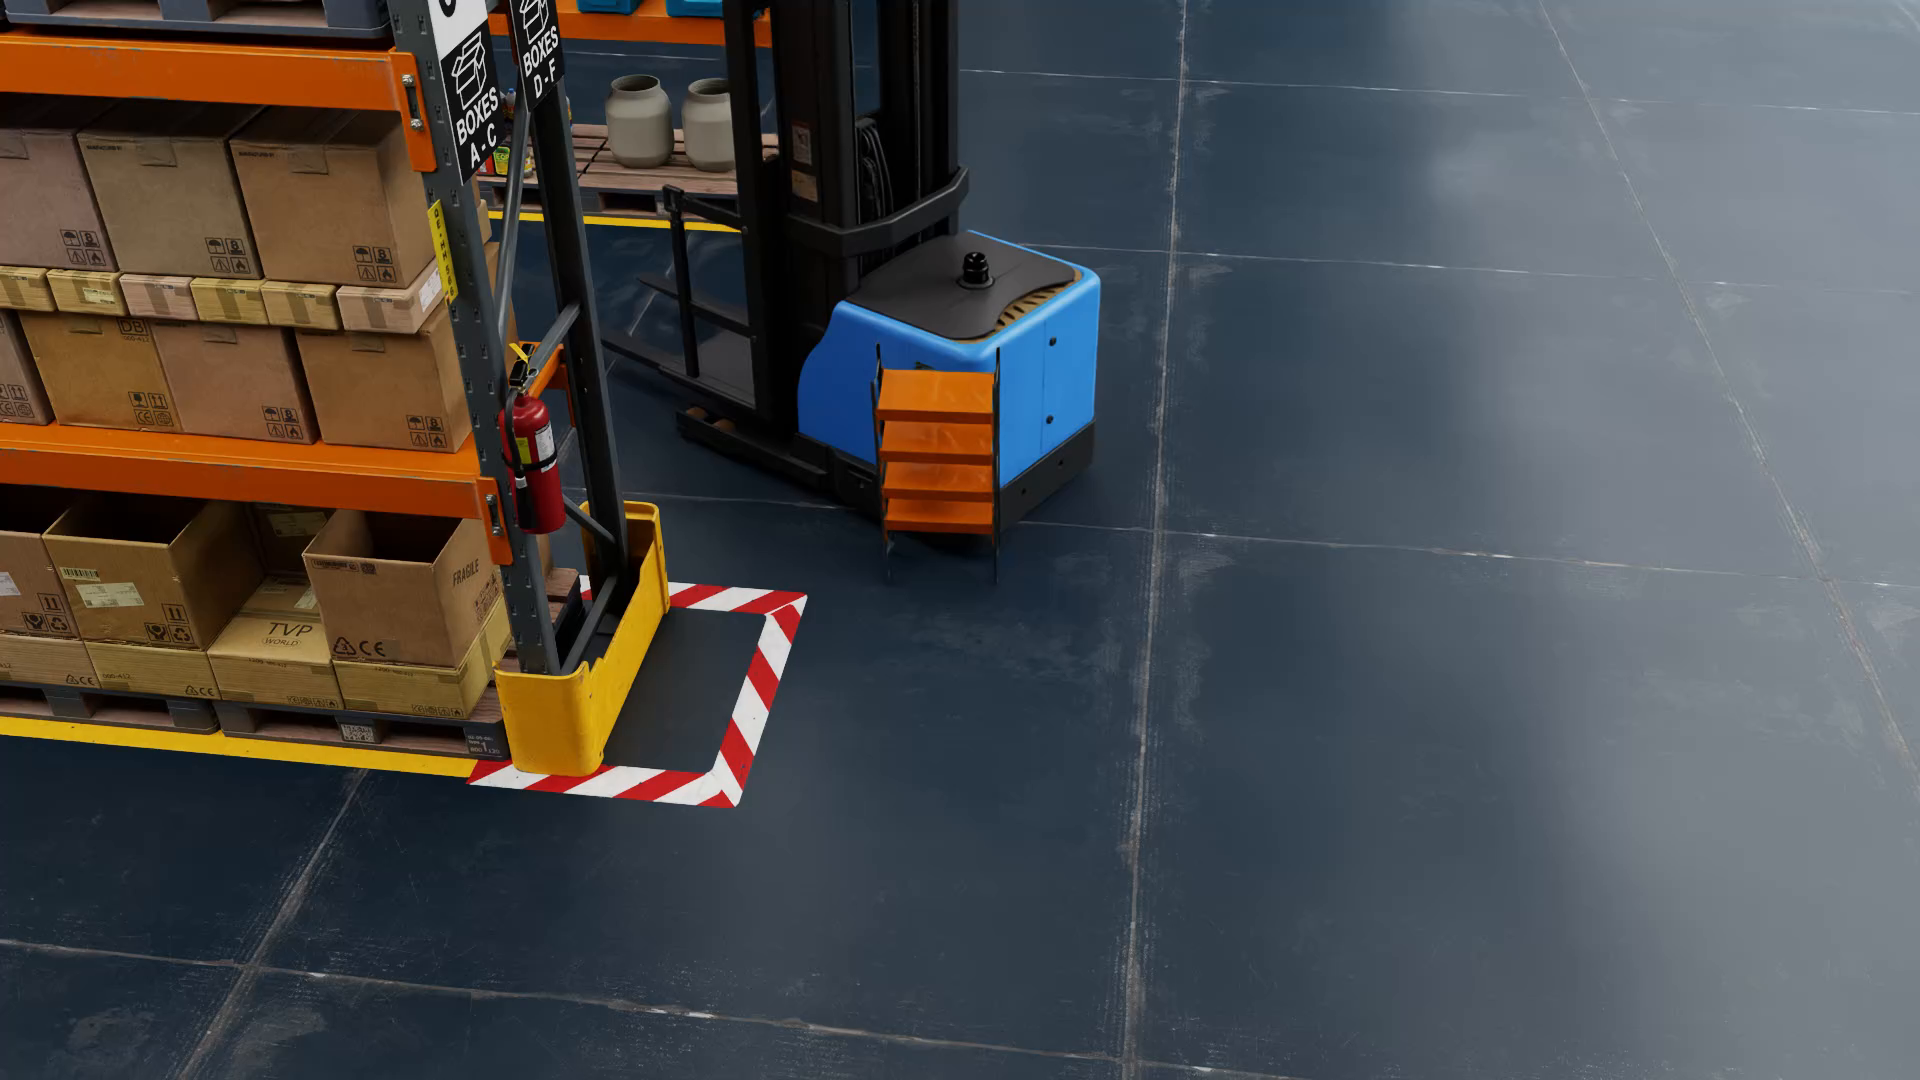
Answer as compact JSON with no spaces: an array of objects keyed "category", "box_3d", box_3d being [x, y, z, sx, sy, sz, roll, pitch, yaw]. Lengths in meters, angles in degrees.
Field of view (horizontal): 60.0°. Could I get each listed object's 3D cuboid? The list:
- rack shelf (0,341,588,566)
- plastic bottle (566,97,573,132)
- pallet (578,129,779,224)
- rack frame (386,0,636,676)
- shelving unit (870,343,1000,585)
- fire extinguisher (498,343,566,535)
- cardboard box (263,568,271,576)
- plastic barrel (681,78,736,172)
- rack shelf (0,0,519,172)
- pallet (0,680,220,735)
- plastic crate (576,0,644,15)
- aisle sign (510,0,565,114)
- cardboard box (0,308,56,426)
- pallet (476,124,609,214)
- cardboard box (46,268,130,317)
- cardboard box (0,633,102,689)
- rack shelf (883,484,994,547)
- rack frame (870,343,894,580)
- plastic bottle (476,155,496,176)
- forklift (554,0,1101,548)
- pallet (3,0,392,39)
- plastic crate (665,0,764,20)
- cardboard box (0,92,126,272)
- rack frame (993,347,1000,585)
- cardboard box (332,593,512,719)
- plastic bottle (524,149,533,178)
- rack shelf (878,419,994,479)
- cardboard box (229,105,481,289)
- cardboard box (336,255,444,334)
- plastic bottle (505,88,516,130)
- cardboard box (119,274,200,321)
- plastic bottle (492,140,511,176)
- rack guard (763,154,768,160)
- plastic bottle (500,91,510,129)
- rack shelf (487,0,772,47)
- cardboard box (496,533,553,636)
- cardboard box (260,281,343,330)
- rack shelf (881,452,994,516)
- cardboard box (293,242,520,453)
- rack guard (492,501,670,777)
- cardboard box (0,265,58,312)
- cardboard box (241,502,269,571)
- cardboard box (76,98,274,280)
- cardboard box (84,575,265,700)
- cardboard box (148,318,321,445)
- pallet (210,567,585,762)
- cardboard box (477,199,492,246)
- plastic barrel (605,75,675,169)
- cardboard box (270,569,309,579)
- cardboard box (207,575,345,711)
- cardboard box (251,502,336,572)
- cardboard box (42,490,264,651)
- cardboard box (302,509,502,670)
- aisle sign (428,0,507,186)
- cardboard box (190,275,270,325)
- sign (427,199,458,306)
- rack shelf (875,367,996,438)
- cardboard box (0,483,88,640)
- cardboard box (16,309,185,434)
[{"category":"rack shelf","box_3d":[-3.525,-0.501,6.489,4.000,0.370,1.077,4,36,6]},{"category":"plastic bottle","box_3d":[-2.665,-2.882,11.176,0.097,0.271,0.097,0,36,0]},{"category":"pallet","box_3d":[-1.793,-2.406,10.940,1.213,0.211,1.003,4,36,6]},{"category":"rack frame","box_3d":[-1.541,-0.646,6.073,0.127,3.000,1.000,4,36,6]},{"category":"shelving unit","box_3d":[-0.086,-0.301,7.110,0.503,1.200,0.258,2,48,4]},{"category":"fire extinguisher","box_3d":[-1.483,-0.338,5.708,0.183,0.674,0.296,4,36,6]},{"category":"cardboard box","box_3d":[-3.037,0.062,7.086,0.500,0.250,0.500,4,36,6]},{"category":"plastic barrel","box_3d":[-1.569,-2.663,10.679,0.421,0.512,0.421,0,36,0]},{"category":"rack shelf","box_3d":[-3.525,-1.722,5.618,4.000,0.370,1.077,4,36,6]},{"category":"pallet","box_3d":[-3.512,0.365,7.057,1.213,0.211,1.003,4,36,6]},{"category":"plastic crate","box_3d":[-2.085,-3.355,9.997,0.408,0.251,0.499,4,36,6]},{"category":"aisle sign","box_3d":[-1.437,-1.876,5.558,0.004,0.787,0.394,4,36,6]},{"category":"cardboard box","box_3d":[-3.539,-0.842,6.261,0.500,0.500,0.700,5,36,7]},{"category":"pallet","box_3d":[-3.000,-2.498,11.069,1.213,0.211,1.003,4,36,6]},{"category":"cardboard box","box_3d":[-2.968,-0.946,5.848,0.250,0.149,0.380,5,36,7]},{"category":"cardboard box","box_3d":[-3.600,0.329,6.713,0.500,0.250,0.500,4,36,6]},{"category":"rack shelf","box_3d":[-0.082,-0.122,7.307,0.480,0.148,0.258,2,48,4]},{"category":"rack frame","box_3d":[-0.330,-0.311,7.125,0.015,1.200,0.240,2,48,4]},{"category":"plastic bottle","box_3d":[-3.031,-2.488,10.620,0.135,0.276,0.152,5,36,6]},{"category":"forklift","box_3d":[-0.815,-1.850,7.820,3.031,2.935,1.130,24,42,30]},{"category":"pallet","box_3d":[-2.239,-1.898,5.322,1.213,0.211,1.003,4,36,6]},{"category":"plastic crate","box_3d":[-1.441,-3.304,9.925,0.616,0.251,0.499,4,36,6]},{"category":"cardboard box","box_3d":[-3.078,-1.333,5.833,0.500,0.500,0.700,4,36,6]},{"category":"rack frame","box_3d":[0.157,-0.290,7.094,0.015,1.200,0.240,2,48,4]},{"category":"cardboard box","box_3d":[-2.111,0.433,6.567,0.500,0.250,0.500,4,36,6]},{"category":"plastic bottle","box_3d":[-2.784,-2.423,10.593,0.097,0.201,0.097,0,36,0]},{"category":"rack shelf","box_3d":[-0.089,-0.406,6.994,0.480,0.148,0.258,2,48,4]},{"category":"cardboard box","box_3d":[-2.055,-1.261,5.731,0.500,0.500,0.700,4,36,6]},{"category":"cardboard box","box_3d":[-1.945,-0.869,5.741,0.250,0.149,0.380,4,36,5]},{"category":"plastic bottle","box_3d":[-3.005,-2.907,11.211,0.097,0.271,0.097,0,36,0]},{"category":"cardboard box","box_3d":[-2.707,-0.927,5.822,0.250,0.149,0.380,5,36,7]},{"category":"plastic bottle","box_3d":[-2.903,-2.455,10.567,0.133,0.283,0.061,5,36,7]},{"category":"rack guard","box_3d":[-0.988,-2.461,10.768,0.348,0.500,1.175,4,36,6]},{"category":"plastic bottle","box_3d":[-3.105,-2.915,11.222,0.097,0.271,0.097,0,36,0]},{"category":"rack shelf","box_3d":[-2.891,-3.355,10.488,4.000,0.370,1.077,4,36,6]},{"category":"cardboard box","box_3d":[-2.045,0.134,6.985,0.500,0.250,0.500,4,36,6]},{"category":"cardboard box","box_3d":[-2.205,-0.888,5.767,0.250,0.149,0.380,5,36,7]},{"category":"rack shelf","box_3d":[-0.085,-0.256,7.160,0.480,0.148,0.258,2,48,4]},{"category":"cardboard box","box_3d":[-2.003,-0.729,6.103,0.500,0.500,0.700,4,36,6]},{"category":"rack guard","box_3d":[-1.518,0.373,6.797,0.348,0.500,1.175,4,36,6]},{"category":"cardboard box","box_3d":[-3.229,-0.964,5.874,0.250,0.149,0.380,5,36,7]},{"category":"cardboard box","box_3d":[-3.039,-0.236,6.859,0.500,0.500,0.500,4,36,6]},{"category":"cardboard box","box_3d":[-2.578,-1.296,5.781,0.500,0.500,0.700,3,36,5]},{"category":"cardboard box","box_3d":[-3.105,0.367,6.659,0.500,0.250,0.500,4,36,6]},{"category":"cardboard box","box_3d":[-2.524,-0.765,6.153,0.500,0.500,0.700,5,36,7]},{"category":"pallet","box_3d":[-2.305,0.457,6.929,1.213,0.211,1.003,4,36,6]},{"category":"cardboard box","box_3d":[-1.903,-1.104,6.070,0.250,0.149,0.380,4,36,6]},{"category":"plastic barrel","box_3d":[-2.067,-2.700,10.731,0.421,0.512,0.421,0,36,0]},{"category":"cardboard box","box_3d":[-2.541,0.100,7.034,0.500,0.250,0.500,4,36,6]},{"category":"cardboard box","box_3d":[-2.608,0.403,6.609,0.500,0.250,0.500,4,36,6]},{"category":"cardboard box","box_3d":[-2.541,-0.207,6.817,0.500,0.500,0.500,4,36,6]},{"category":"cardboard box","box_3d":[-3.105,0.063,6.439,0.500,0.500,0.500,4,36,6]},{"category":"cardboard box","box_3d":[-2.111,0.129,6.347,0.500,0.500,0.500,4,36,6]},{"category":"aisle sign","box_3d":[-1.514,-1.530,5.074,0.004,0.787,0.394,4,36,6]},{"category":"cardboard box","box_3d":[-2.458,-0.907,5.794,0.250,0.149,0.380,4,36,5]},{"category":"sign","box_3d":[-1.624,-0.902,5.231,0.005,0.325,0.100,4,36,6]},{"category":"rack shelf","box_3d":[-0.094,-0.565,6.819,0.480,0.148,0.258,2,48,4]},{"category":"cardboard box","box_3d":[-3.601,0.026,6.492,0.500,0.500,0.500,4,36,6]},{"category":"cardboard box","box_3d":[-3.016,-0.805,6.209,0.500,0.500,0.700,4,36,6]}]
